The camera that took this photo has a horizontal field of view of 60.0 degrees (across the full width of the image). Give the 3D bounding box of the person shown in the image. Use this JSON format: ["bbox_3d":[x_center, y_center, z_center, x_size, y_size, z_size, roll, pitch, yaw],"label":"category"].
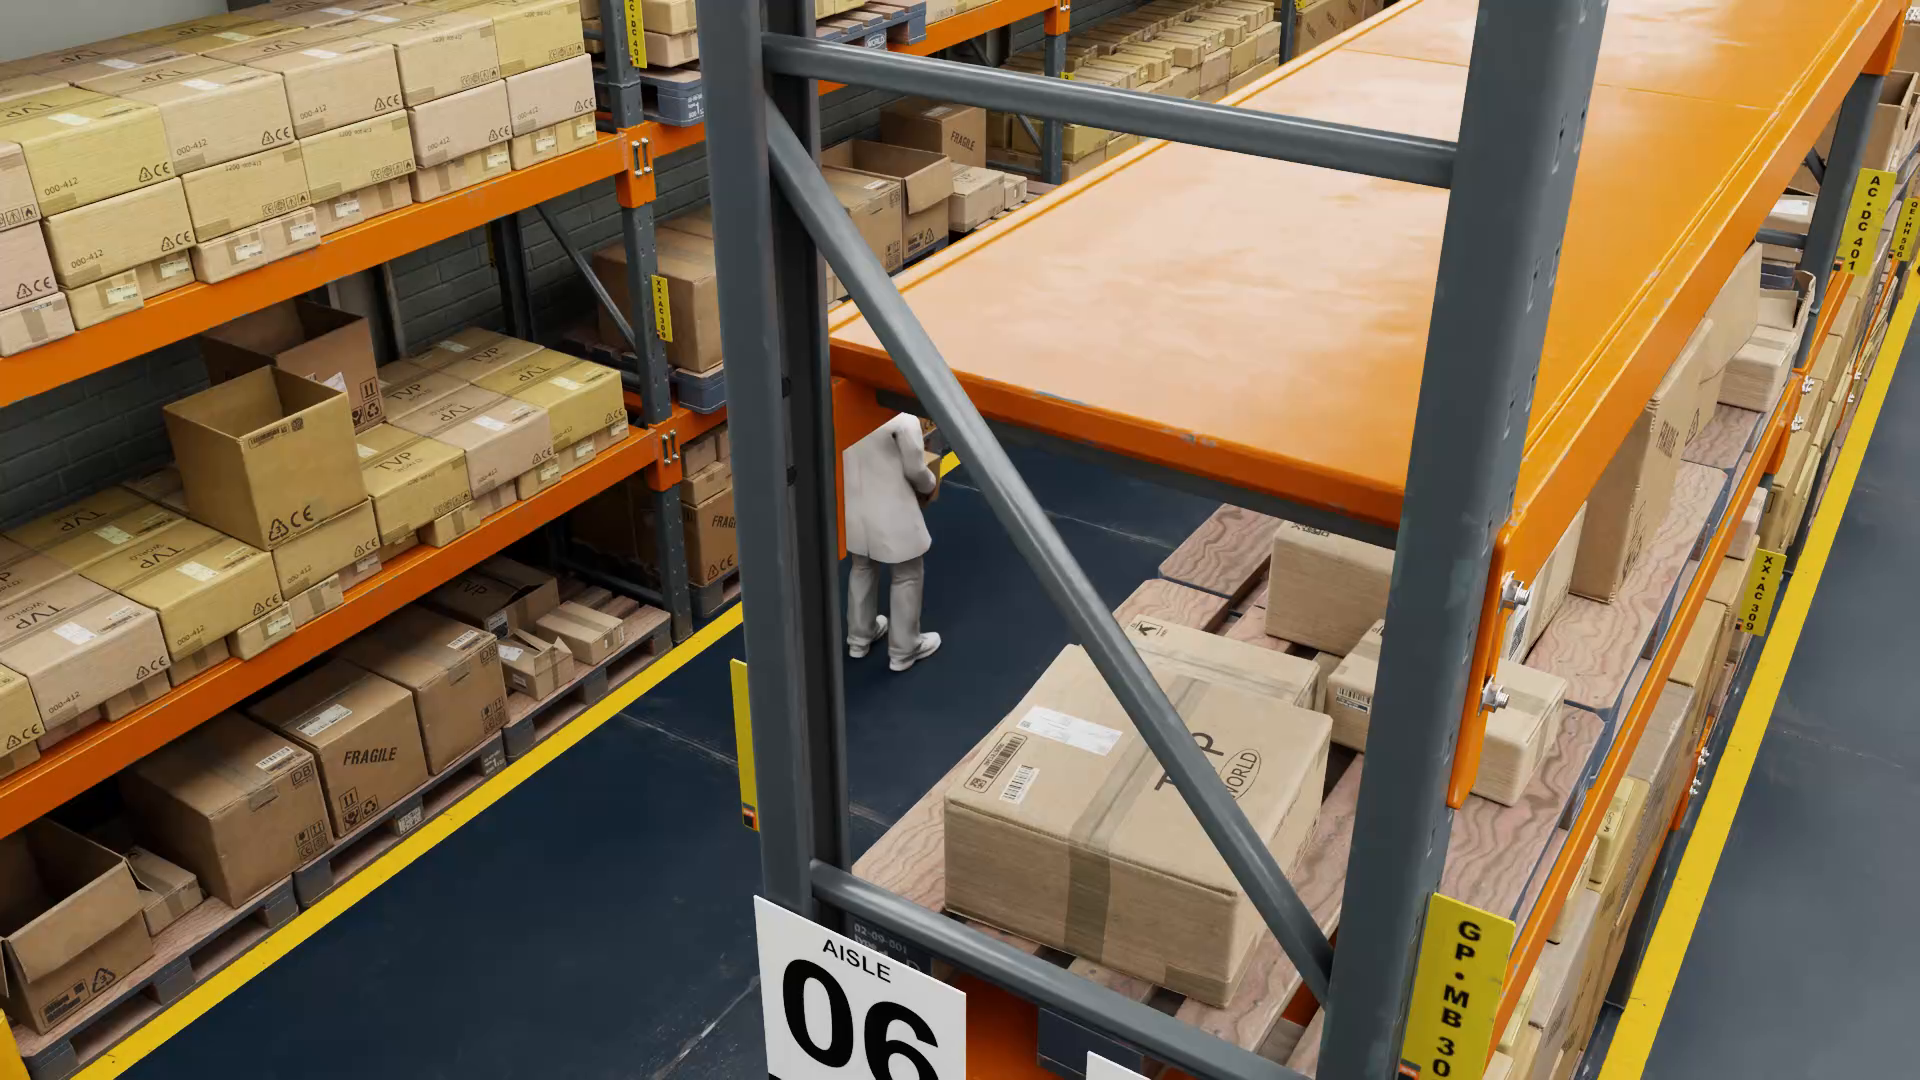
[{"bbox_3d":[-0.379,-0.155,8.569,0.569,1.681,0.489,16,34,26],"label":"person"}]
